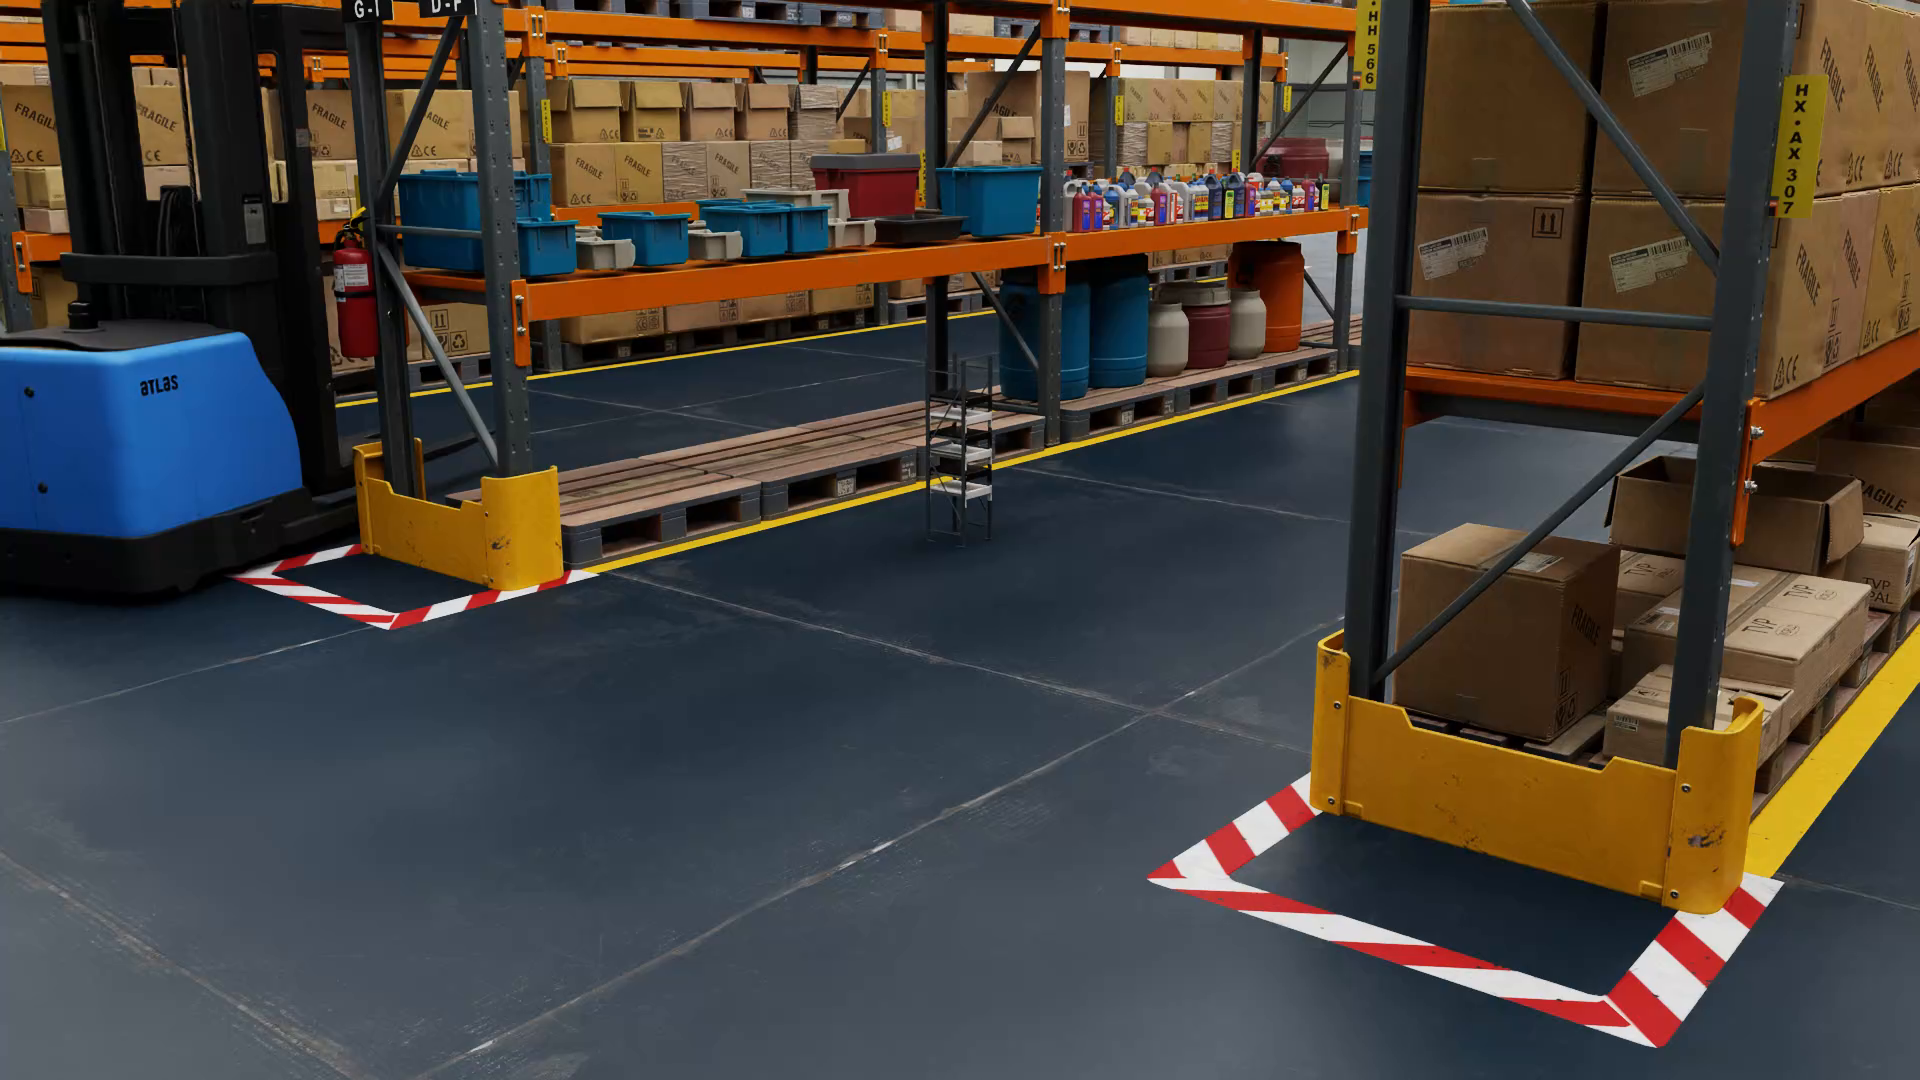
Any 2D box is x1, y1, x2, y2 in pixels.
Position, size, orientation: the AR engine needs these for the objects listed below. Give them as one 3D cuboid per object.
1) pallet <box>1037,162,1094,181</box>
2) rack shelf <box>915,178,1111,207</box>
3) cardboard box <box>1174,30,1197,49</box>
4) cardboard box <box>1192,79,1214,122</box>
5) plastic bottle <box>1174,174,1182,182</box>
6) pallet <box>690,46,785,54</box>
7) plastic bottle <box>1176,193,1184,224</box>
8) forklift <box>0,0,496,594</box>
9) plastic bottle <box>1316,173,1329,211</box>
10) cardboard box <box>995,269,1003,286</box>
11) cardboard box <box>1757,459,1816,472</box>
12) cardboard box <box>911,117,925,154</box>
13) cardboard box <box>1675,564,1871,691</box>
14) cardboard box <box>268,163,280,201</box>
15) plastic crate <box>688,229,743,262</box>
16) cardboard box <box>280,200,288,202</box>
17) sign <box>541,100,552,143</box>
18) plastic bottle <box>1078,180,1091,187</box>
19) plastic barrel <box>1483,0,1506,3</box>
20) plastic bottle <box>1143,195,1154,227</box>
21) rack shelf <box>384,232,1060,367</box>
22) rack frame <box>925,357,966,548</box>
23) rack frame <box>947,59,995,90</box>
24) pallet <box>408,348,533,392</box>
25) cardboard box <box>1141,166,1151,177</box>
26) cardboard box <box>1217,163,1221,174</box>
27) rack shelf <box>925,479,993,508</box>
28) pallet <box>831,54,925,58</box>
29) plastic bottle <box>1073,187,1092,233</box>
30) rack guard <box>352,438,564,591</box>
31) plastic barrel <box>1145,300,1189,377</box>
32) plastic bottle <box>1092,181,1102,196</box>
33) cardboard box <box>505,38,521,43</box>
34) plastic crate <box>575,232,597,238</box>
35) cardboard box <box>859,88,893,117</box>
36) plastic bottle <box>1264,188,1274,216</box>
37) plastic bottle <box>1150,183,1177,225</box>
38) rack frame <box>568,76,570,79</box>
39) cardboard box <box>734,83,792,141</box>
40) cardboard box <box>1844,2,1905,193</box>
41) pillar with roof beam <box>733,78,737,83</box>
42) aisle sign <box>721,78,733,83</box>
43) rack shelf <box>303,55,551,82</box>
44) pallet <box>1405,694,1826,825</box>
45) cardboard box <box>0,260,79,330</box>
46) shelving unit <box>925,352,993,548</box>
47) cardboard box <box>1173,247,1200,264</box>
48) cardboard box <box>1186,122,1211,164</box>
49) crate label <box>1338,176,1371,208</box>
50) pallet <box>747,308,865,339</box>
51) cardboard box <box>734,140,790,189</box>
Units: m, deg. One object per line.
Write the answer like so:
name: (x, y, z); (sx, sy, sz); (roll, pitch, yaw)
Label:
pallet: (0.785, -4.201, 18.956); (1.003, 0.211, 1.213); (11, 18, 38)
rack shelf: (0.122, -3.686, 18.001); (1.077, 0.370, 4.000); (11, 18, 38)
cardboard box: (2.510, -6.041, 20.023); (0.500, 0.250, 0.500); (10, 18, 35)
cardboard box: (2.793, -5.431, 20.571); (0.500, 0.500, 0.500); (11, 18, 38)
plastic bottle: (1.638, -2.644, 12.677); (0.061, 0.283, 0.133); (11, 18, 38)
pallet: (-2.954, -6.382, 21.451); (0.805, 0.209, 1.217); (10, 18, 35)
plastic bottle: (1.466, -2.248, 11.282); (0.097, 0.201, 0.097); (0, 14, 0)
forklift: (-3.463, -1.512, 8.123); (1.130, 2.935, 3.031); (4, 15, 16)
plastic bottle: (2.795, -2.685, 12.837); (0.061, 0.283, 0.133); (11, 18, 38)
cardboard box: (0.310, -3.109, 18.454); (0.700, 0.500, 0.500); (9, 17, 33)
cardboard box: (3.621, -0.215, 7.444); (0.500, 0.311, 0.500); (11, 18, 38)
cardboard box: (-0.554, -4.136, 17.254); (0.500, 0.500, 0.700); (-13, 19, -41)
cardboard box: (2.730, 0.282, 5.612); (0.500, 0.250, 0.500); (11, 18, 38)
cardboard box: (-5.012, -2.437, 11.326); (0.500, 0.250, 0.500); (11, 18, 36)
plastic crate: (-1.207, -1.429, 8.070); (0.250, 0.136, 0.298); (11, 18, 38)
cardboard box: (-4.718, -2.309, 11.632); (0.380, 0.149, 0.250); (11, 18, 36)
sign: (-3.217, -3.258, 12.936); (0.100, 0.325, 0.005); (11, 18, 38)
plastic bottle: (0.830, -2.377, 11.639); (0.152, 0.276, 0.135); (11, 18, 38)
plastic barrel: (4.669, -5.092, 14.963); (0.600, 0.901, 0.600); (0, 14, 0)
plastic bottle: (1.237, -2.178, 11.007); (0.097, 0.201, 0.097); (0, 14, 0)
rack shelf: (-1.054, -1.387, 8.953); (1.077, 0.370, 4.000); (11, 18, 38)
rack frame: (-0.069, -0.415, 7.929); (0.240, 0.900, 0.006); (11, 18, 38)
rack frame: (0.098, -5.971, 25.533); (1.000, 3.000, 0.127); (11, 18, 38)
pallet: (-4.188, -1.400, 13.207); (1.003, 0.211, 1.213); (11, 18, 38)
cardboard box: (2.051, -4.388, 19.816); (0.380, 0.149, 0.250); (11, 18, 38)
cardboard box: (3.101, -4.733, 21.174); (0.380, 0.149, 0.250); (11, 18, 38)
rack shelf: (-0.005, -0.228, 8.059); (0.258, 0.077, 0.200); (11, 18, 38)
pallet: (-1.126, -7.003, 23.686); (1.003, 0.211, 1.213); (11, 18, 38)
plastic bottle: (0.765, -2.067, 10.403); (0.061, 0.283, 0.133); (11, 18, 38)
rack guard: (-2.316, -0.135, 7.639); (1.175, 0.500, 0.348); (11, 18, 38)
plastic barrel: (1.428, -1.448, 11.932); (0.421, 0.512, 0.421); (0, 14, 0)
plastic bottle: (0.939, -2.359, 11.577); (0.097, 0.271, 0.097); (0, 14, 0)
cardboard box: (-5.091, -5.792, 18.536); (0.500, 0.500, 0.500); (11, 18, 38)
plastic crate: (-1.939, -1.438, 8.107); (0.396, 0.136, 0.243); (11, 18, 38)
cardboard box: (-1.456, -6.071, 23.432); (0.875, 0.550, 0.550); (11, 18, 38)
plastic bottle: (2.257, -2.489, 12.231); (0.097, 0.201, 0.097); (0, 14, 0)
plastic bottle: (1.372, -2.266, 11.202); (0.152, 0.276, 0.135); (11, 18, 38)
rack frame: (-7.678, -7.485, 31.493); (1.000, 3.000, 0.127); (11, 18, 38)
cardboard box: (-2.019, -3.924, 15.238); (0.797, 0.503, 0.637); (12, 18, 39)
cardboard box: (2.346, -1.264, 4.774); (0.500, 0.500, 0.500); (11, 18, 38)
pillar with roof beam: (-1.698, -10.881, 32.680); (9.100, 9.000, 0.400); (11, 18, 38)
aisle sign: (-4.017, -8.037, 28.388); (0.394, 0.787, 0.004); (11, 18, 38)
rack shelf: (-7.586, -6.673, 23.669); (1.077, 0.370, 4.000); (11, 18, 38)
pallet: (2.087, 0.598, 5.339); (1.003, 0.211, 1.213); (11, 18, 38)
cardboard box: (-5.823, -1.428, 11.115); (0.875, 0.875, 0.875); (11, 18, 38)
shelving unit: (-0.005, -0.435, 8.006); (0.258, 0.900, 0.210); (11, 18, 38)
cardboard box: (2.730, -3.822, 21.299); (0.500, 0.500, 0.500); (14, 20, 43)
cardboard box: (2.634, -4.978, 20.818); (0.875, 0.500, 0.500); (11, 18, 38)
crate label: (3.273, -2.827, 13.498); (0.303, 0.233, 0.416); (11, 18, 38)
pallet: (-1.690, -2.161, 16.200); (1.003, 0.211, 1.213); (11, 18, 38)
cardboard box: (-1.895, -3.373, 15.104); (0.500, 0.500, 0.500); (11, 18, 36)
